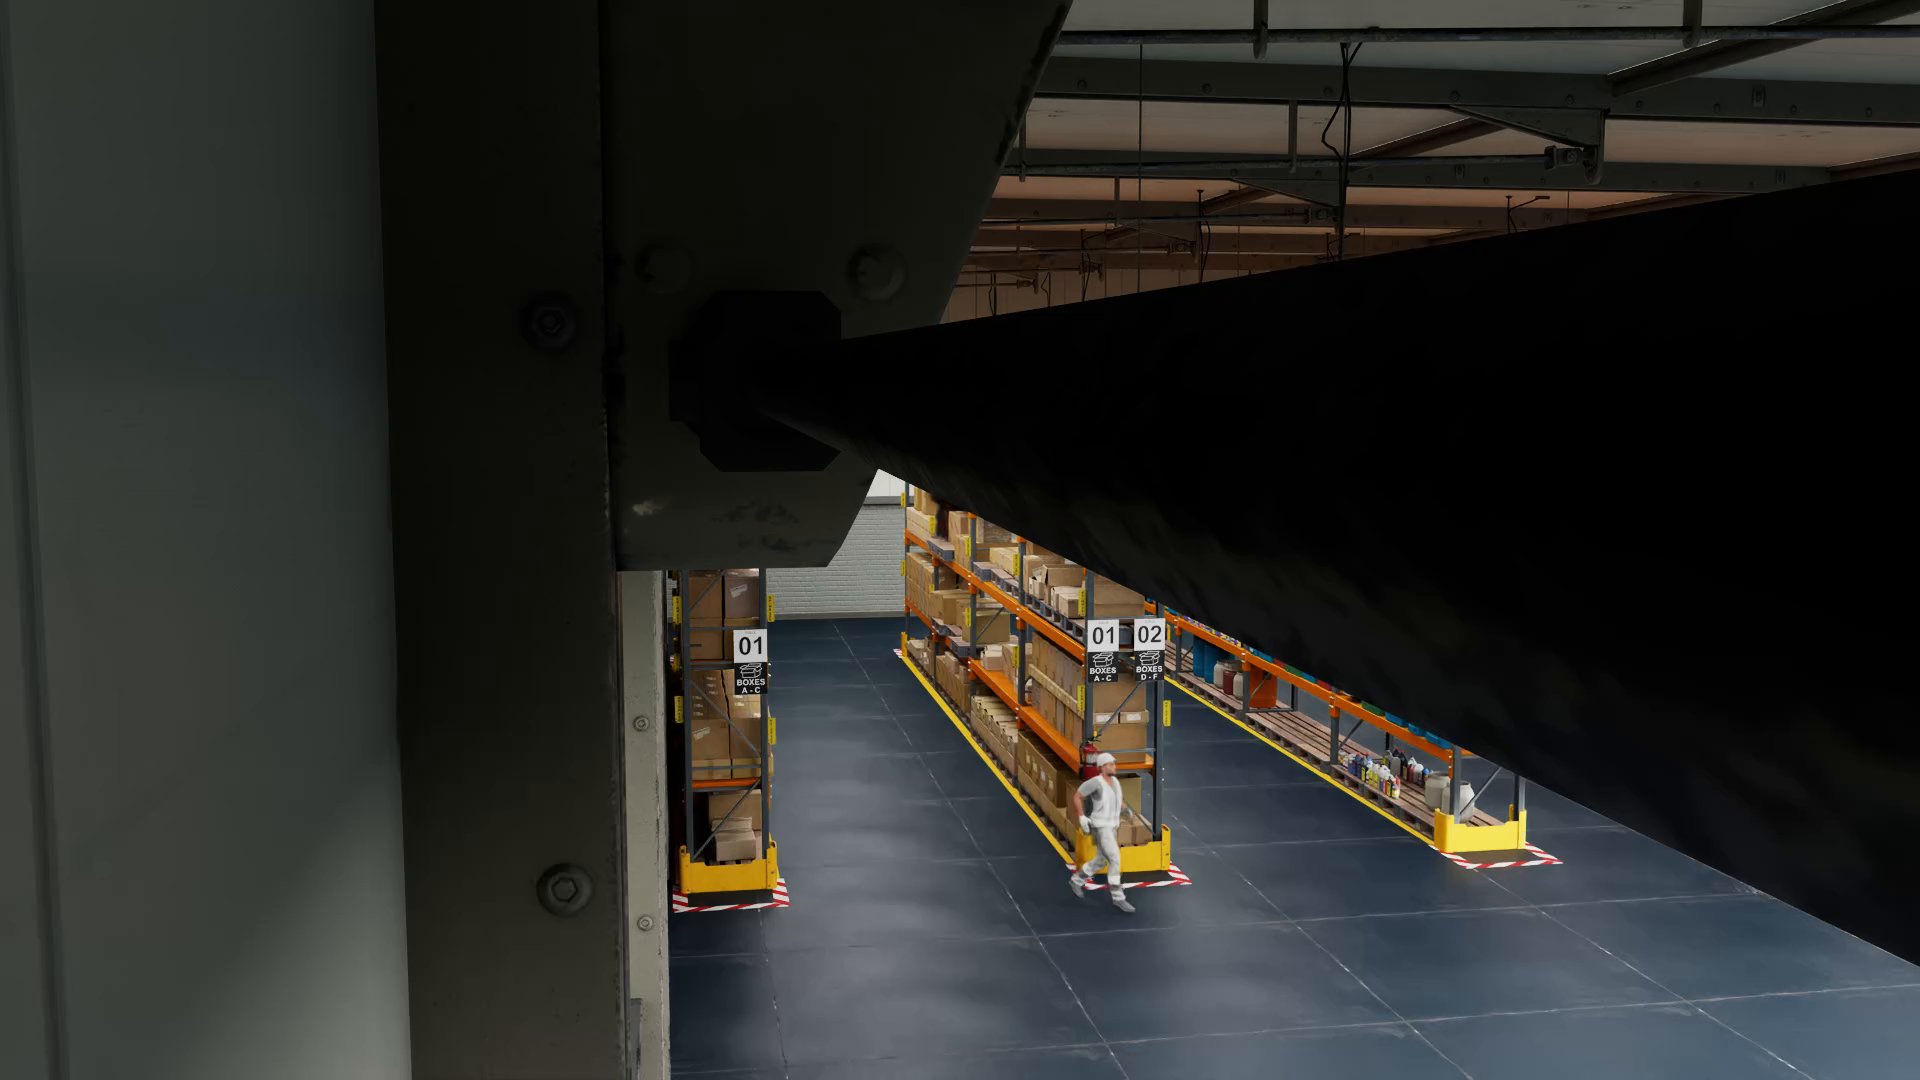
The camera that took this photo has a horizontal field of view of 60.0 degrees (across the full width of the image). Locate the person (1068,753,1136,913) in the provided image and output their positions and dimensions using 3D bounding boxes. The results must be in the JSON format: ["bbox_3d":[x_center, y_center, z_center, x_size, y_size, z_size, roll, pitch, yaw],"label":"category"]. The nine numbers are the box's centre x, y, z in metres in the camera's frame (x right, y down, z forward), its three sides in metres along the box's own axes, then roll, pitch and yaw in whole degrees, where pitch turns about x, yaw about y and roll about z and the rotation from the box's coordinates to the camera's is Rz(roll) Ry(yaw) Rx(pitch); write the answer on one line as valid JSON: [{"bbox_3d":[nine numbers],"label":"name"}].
[{"bbox_3d":[1.742,3.403,19.605,0.929,1.768,0.703,4,7,35],"label":"person"}]
